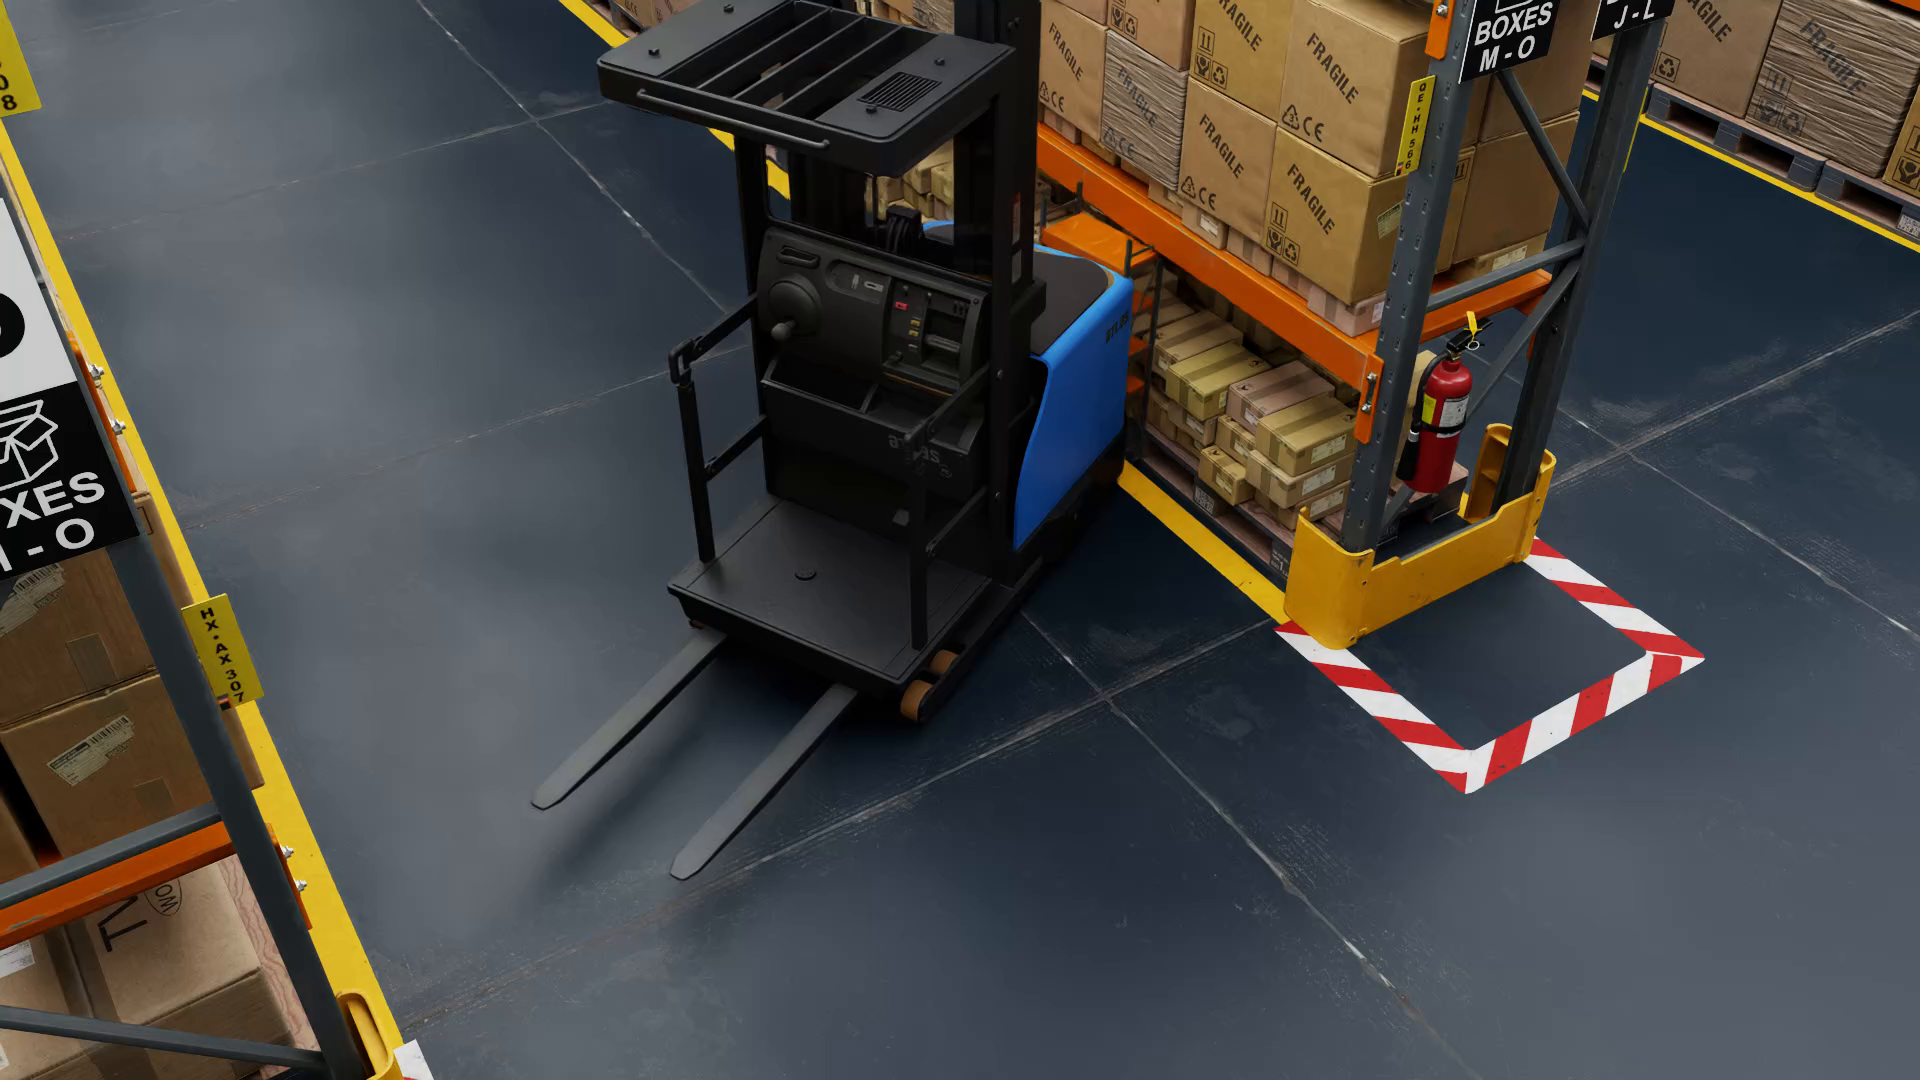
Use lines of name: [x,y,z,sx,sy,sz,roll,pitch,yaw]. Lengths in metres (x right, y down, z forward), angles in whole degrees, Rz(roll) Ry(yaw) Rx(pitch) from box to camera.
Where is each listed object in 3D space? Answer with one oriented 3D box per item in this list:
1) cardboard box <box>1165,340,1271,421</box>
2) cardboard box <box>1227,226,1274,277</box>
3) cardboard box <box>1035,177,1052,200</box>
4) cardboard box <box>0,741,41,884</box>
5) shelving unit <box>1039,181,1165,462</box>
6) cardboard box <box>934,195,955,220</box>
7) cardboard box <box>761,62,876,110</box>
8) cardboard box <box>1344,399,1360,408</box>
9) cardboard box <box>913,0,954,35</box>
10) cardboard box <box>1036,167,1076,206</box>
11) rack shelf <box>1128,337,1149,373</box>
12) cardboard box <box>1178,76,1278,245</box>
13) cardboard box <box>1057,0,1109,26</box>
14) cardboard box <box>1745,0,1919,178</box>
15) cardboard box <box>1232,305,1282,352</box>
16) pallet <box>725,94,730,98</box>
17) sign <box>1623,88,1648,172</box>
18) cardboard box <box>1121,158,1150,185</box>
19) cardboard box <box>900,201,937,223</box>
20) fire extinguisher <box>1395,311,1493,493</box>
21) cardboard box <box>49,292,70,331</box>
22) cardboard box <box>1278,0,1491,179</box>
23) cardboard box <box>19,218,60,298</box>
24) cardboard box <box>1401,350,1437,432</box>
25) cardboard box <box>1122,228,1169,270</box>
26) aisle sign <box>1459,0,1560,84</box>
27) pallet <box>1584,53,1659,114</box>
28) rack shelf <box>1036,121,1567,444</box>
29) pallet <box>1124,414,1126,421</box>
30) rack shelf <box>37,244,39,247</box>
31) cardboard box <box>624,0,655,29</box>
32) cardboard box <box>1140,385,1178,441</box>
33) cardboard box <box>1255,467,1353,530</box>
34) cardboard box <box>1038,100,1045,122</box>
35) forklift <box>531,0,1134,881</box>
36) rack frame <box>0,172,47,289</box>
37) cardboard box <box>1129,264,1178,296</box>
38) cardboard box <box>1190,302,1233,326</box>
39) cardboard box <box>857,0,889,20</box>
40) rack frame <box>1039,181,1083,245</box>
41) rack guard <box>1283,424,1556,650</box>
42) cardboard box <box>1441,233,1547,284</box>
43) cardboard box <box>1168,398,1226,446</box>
cardboard box: [1.111,-0.689,7.168,0.380,0.149,0.250,-23,45,-25]
cardboard box: [1.280,-1.204,6.548,0.380,0.149,0.250,-23,45,-25]
cardboard box: [0.238,-1.719,8.404,0.380,0.149,0.250,-23,45,-25]
cardboard box: [-2.659,0.607,4.101,0.500,0.500,0.500,-22,45,-24]
shelving unit: [0.591,-0.916,7.350,0.258,1.200,0.503,-30,48,-33]
cardboard box: [0.090,-1.753,8.677,0.380,0.149,0.250,-22,45,-25]
cardboard box: [-0.818,-2.617,9.672,0.500,0.500,0.500,-23,45,-25]
cardboard box: [1.778,-0.663,7.369,0.380,0.149,0.250,-22,45,-25]
cardboard box: [0.118,-2.637,7.761,0.500,0.500,0.500,-22,45,-24]
cardboard box: [0.587,-1.872,8.588,0.380,0.149,0.250,-21,44,-23]
rack shelf: [0.590,-0.864,7.393,0.258,0.148,0.480,-30,48,-33]
cardboard box: [1.212,-1.531,6.433,0.500,0.500,0.500,-23,45,-25]
cardboard box: [0.640,-2.478,6.789,0.500,0.500,0.500,-24,45,-26]
cardboard box: [5.278,-2.751,9.540,0.875,0.875,0.875,-22,45,-24]
cardboard box: [1.467,-1.031,7.579,0.380,0.149,0.250,-24,46,-26]
pallet: [-1.288,-3.111,10.818,1.003,0.211,1.213,-22,45,-24]
sign: [2.400,-1.464,5.987,0.100,0.325,0.005,-22,45,-24]
cardboard box: [0.911,-1.652,7.085,0.380,0.149,0.250,-24,45,-26]
cardboard box: [-0.140,-1.718,8.868,0.380,0.149,0.250,-21,44,-23]
fire extinguisher: [1.689,-0.476,5.830,0.296,0.674,0.183,-22,45,-24]
cardboard box: [-2.378,-0.441,4.070,0.380,0.149,0.250,-21,44,-23]
cardboard box: [1.487,-1.642,5.786,0.500,0.500,0.500,-23,45,-25]
cardboard box: [-2.761,-0.517,4.668,0.500,0.500,0.500,-23,45,-25]
cardboard box: [1.948,-0.639,7.107,0.380,0.149,0.250,-24,46,-26]
cardboard box: [1.007,-1.445,8.075,0.380,0.149,0.250,-22,45,-24]
aisle sign: [1.729,-1.800,5.036,0.394,0.787,0.004,-22,45,-24]
pallet: [4.371,-3.247,10.982,1.003,0.211,1.213,-22,45,-24]
rack shelf: [0.867,-1.747,7.566,1.077,0.370,4.000,-22,45,-24]
pallet: [0.843,-1.022,8.312,1.003,0.211,1.213,-22,45,-24]
rack shelf: [-5.403,-2.148,8.046,1.077,0.370,4.000,-22,45,-24]
cardboard box: [-1.920,-3.723,11.000,0.500,0.500,0.500,-22,44,-24]
cardboard box: [1.047,-0.628,7.559,0.380,0.149,0.250,-22,44,-24]
cardboard box: [1.484,-0.223,7.073,0.380,0.149,0.250,-21,44,-24]
cardboard box: [0.418,-2.047,7.560,0.380,0.149,0.250,-20,44,-23]
forklift: [-0.442,-0.762,5.875,1.130,2.935,3.031,21,44,23]
rack frame: [-2.176,-1.490,2.009,1.000,3.000,0.127,-22,45,-24]
cardboard box: [0.786,-1.157,7.729,0.380,0.149,0.250,-24,45,-26]
cardboard box: [1.302,-1.051,7.835,0.380,0.149,0.250,-24,46,-26]
cardboard box: [-0.332,-2.741,8.393,0.380,0.149,0.250,-21,44,-23]
rack frame: [0.424,-1.031,7.487,0.240,1.200,0.015,-30,48,-33]
rack guard: [1.902,-0.025,6.889,1.175,0.500,0.348,-22,45,-24]
cardboard box: [2.045,-1.135,6.466,0.380,0.149,0.250,-23,45,-25]
cardboard box: [1.138,-0.591,7.283,0.380,0.149,0.250,-24,45,-26]
